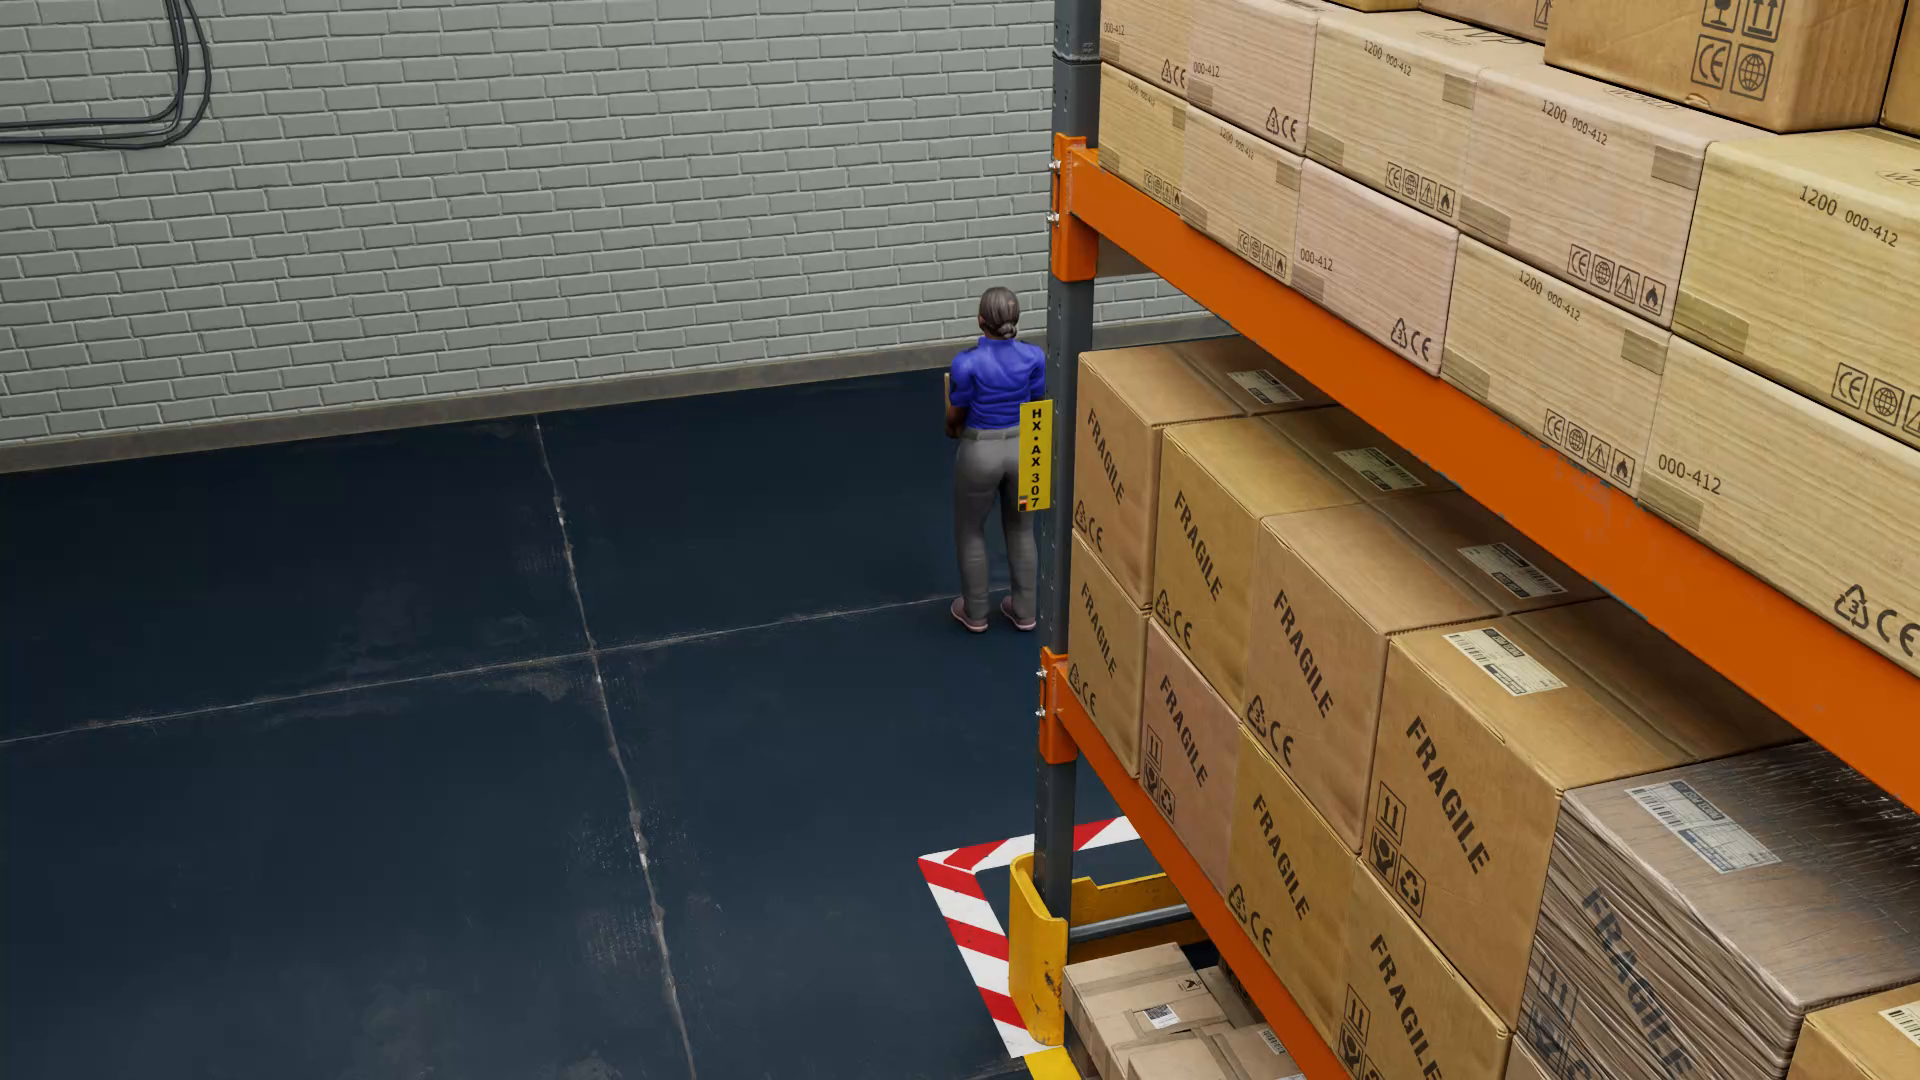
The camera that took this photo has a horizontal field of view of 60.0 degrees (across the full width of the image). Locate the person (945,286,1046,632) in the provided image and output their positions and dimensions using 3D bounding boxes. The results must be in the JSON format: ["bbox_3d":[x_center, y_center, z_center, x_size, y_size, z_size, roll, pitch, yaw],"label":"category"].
[{"bbox_3d":[0.140,-0.374,7.382,0.450,1.647,0.517,-8,28,-15],"label":"person"}]
